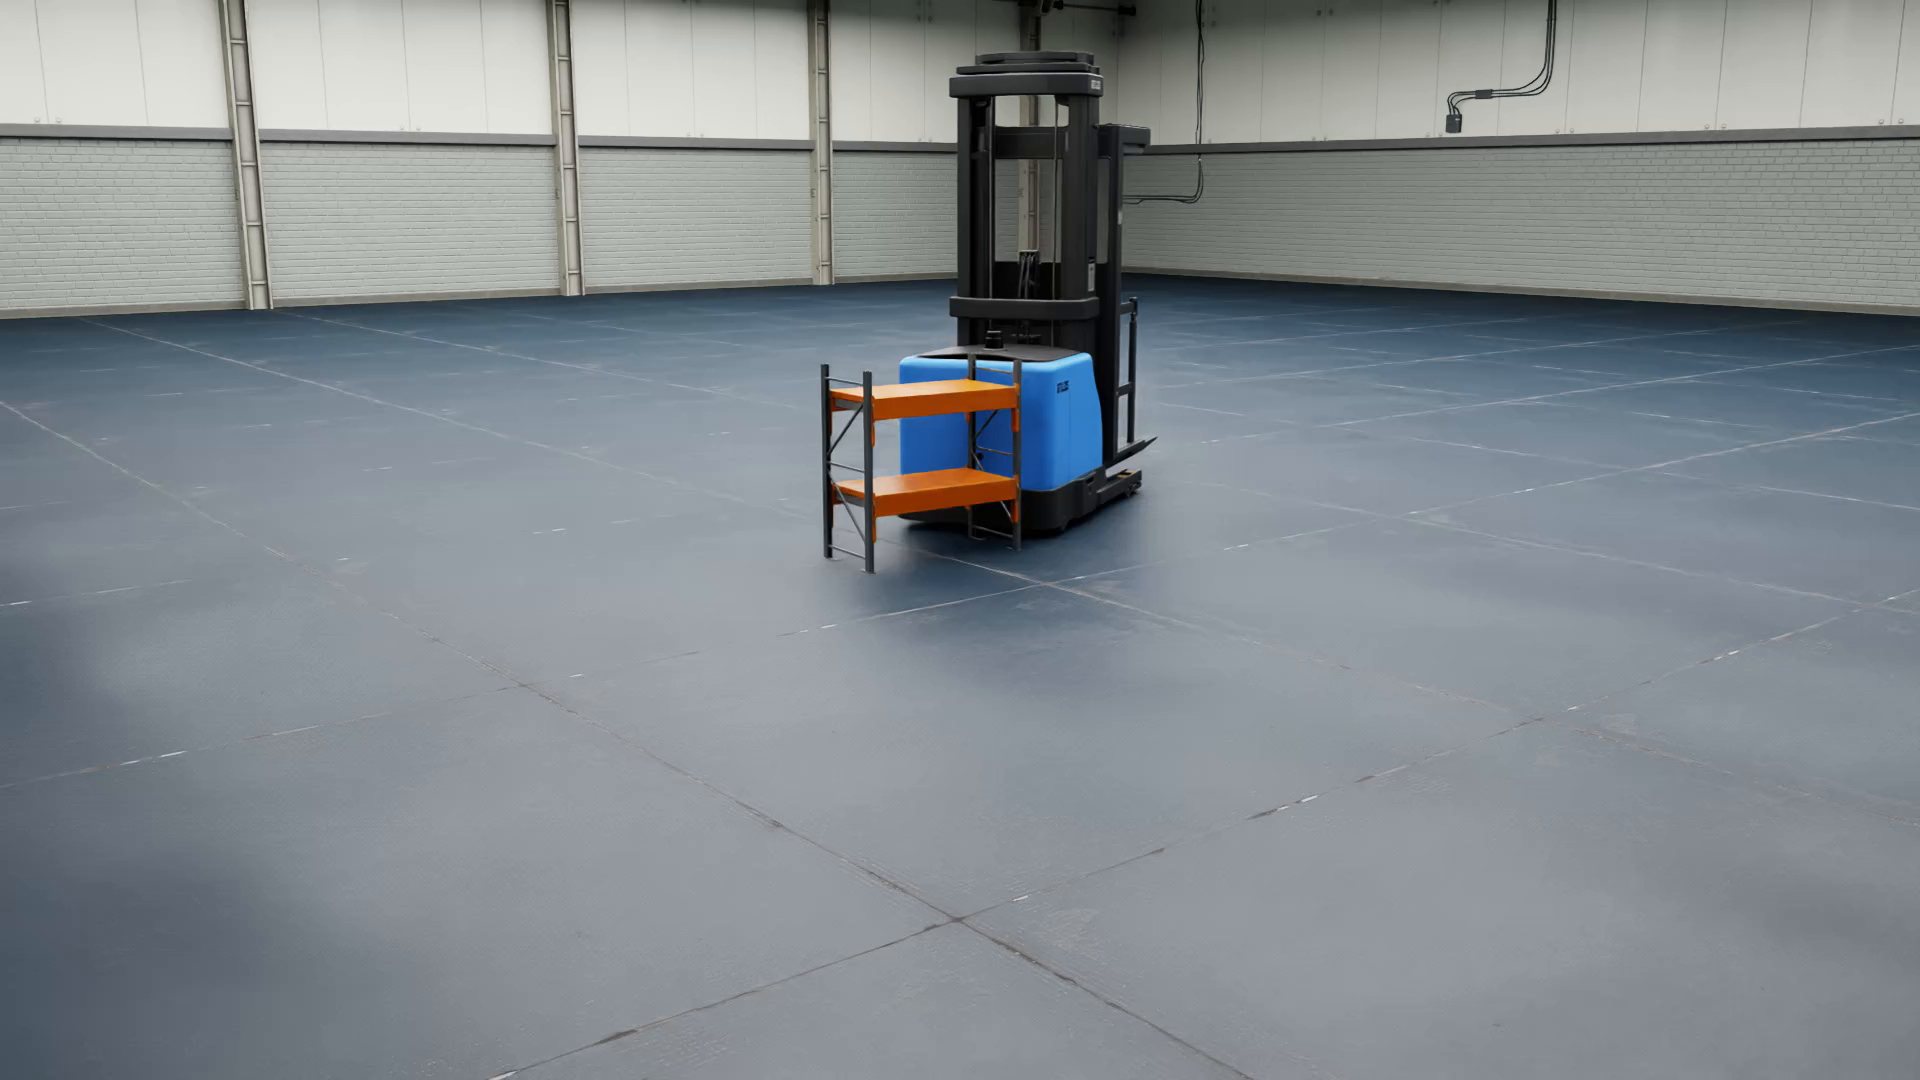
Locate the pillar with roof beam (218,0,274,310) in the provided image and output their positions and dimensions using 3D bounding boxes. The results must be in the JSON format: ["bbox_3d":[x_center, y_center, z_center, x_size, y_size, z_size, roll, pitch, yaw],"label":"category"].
[{"bbox_3d":[-9.700,-7.797,25.182,0.400,9.000,9.100,-9,15,-38],"label":"pillar with roof beam"}]

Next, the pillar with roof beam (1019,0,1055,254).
[{"bbox_3d":[4.356,-10.132,36.182,0.548,9.000,9.100,-9,15,-38],"label":"pillar with roof beam"}]

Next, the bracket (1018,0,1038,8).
[{"bbox_3d":[1.564,-12.480,38.571,0.430,0.232,0.235,-9,15,-38],"label":"bracket"}]

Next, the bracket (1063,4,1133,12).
[{"bbox_3d":[3.602,-12.819,40.166,3.189,0.066,0.076,-9,15,-38],"label":"bracket"}]

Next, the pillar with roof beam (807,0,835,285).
[{"bbox_3d":[-0.329,-9.354,32.515,0.548,9.000,9.100,-9,15,-38],"label":"pillar with roof beam"}]

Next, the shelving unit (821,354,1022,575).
[{"bbox_3d":[-0.215,-0.463,9.603,1.048,1.125,0.538,-8,15,-34],"label":"shelving unit"}]

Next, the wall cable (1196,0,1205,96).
[{"bbox_3d":[6.483,-11.511,37.992,0.112,2.526,3.097,-9,15,-38],"label":"wall cable"}]

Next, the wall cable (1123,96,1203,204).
[{"bbox_3d":[4.793,-9.480,40.583,0.112,2.526,3.097,-9,15,-38],"label":"wall cable"}]

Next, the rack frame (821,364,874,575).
[{"bbox_3d":[-0.632,-0.403,9.319,0.032,1.125,0.500,-8,15,-34],"label":"rack frame"}]

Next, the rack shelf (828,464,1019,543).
[{"bbox_3d":[-0.215,-0.224,9.654,1.000,0.278,0.538,-8,15,-34],"label":"rack shelf"}]

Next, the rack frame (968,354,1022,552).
[{"bbox_3d":[0.202,-0.524,9.887,0.032,1.125,0.500,-8,15,-34],"label":"rack frame"}]

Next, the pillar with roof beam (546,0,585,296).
[{"bbox_3d":[-5.015,-8.575,28.849,0.400,9.000,9.100,-9,15,-38],"label":"pillar with roof beam"}]

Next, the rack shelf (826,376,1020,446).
[{"bbox_3d":[-0.215,-0.750,9.542,1.000,0.278,0.538,-8,15,-34],"label":"rack shelf"}]

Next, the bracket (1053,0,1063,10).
[{"bbox_3d":[2.212,-12.588,39.079,0.430,0.232,0.235,-9,15,-38],"label":"bracket"}]

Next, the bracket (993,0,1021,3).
[{"bbox_3d":[-0.448,-12.146,36.997,4.783,0.066,0.076,-9,15,-38],"label":"bracket"}]

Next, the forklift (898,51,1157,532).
[{"bbox_3d":[0.633,-1.750,11.312,1.130,2.935,3.031,5,13,22],"label":"forklift"}]

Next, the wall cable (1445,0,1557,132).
[{"bbox_3d":[10.711,-11.120,32.646,0.169,6.003,2.305,-9,15,-38],"label":"wall cable"}]

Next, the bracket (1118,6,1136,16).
[{"bbox_3d":[4.063,-12.895,40.527,0.430,0.232,0.235,-9,15,-38],"label":"bracket"}]
